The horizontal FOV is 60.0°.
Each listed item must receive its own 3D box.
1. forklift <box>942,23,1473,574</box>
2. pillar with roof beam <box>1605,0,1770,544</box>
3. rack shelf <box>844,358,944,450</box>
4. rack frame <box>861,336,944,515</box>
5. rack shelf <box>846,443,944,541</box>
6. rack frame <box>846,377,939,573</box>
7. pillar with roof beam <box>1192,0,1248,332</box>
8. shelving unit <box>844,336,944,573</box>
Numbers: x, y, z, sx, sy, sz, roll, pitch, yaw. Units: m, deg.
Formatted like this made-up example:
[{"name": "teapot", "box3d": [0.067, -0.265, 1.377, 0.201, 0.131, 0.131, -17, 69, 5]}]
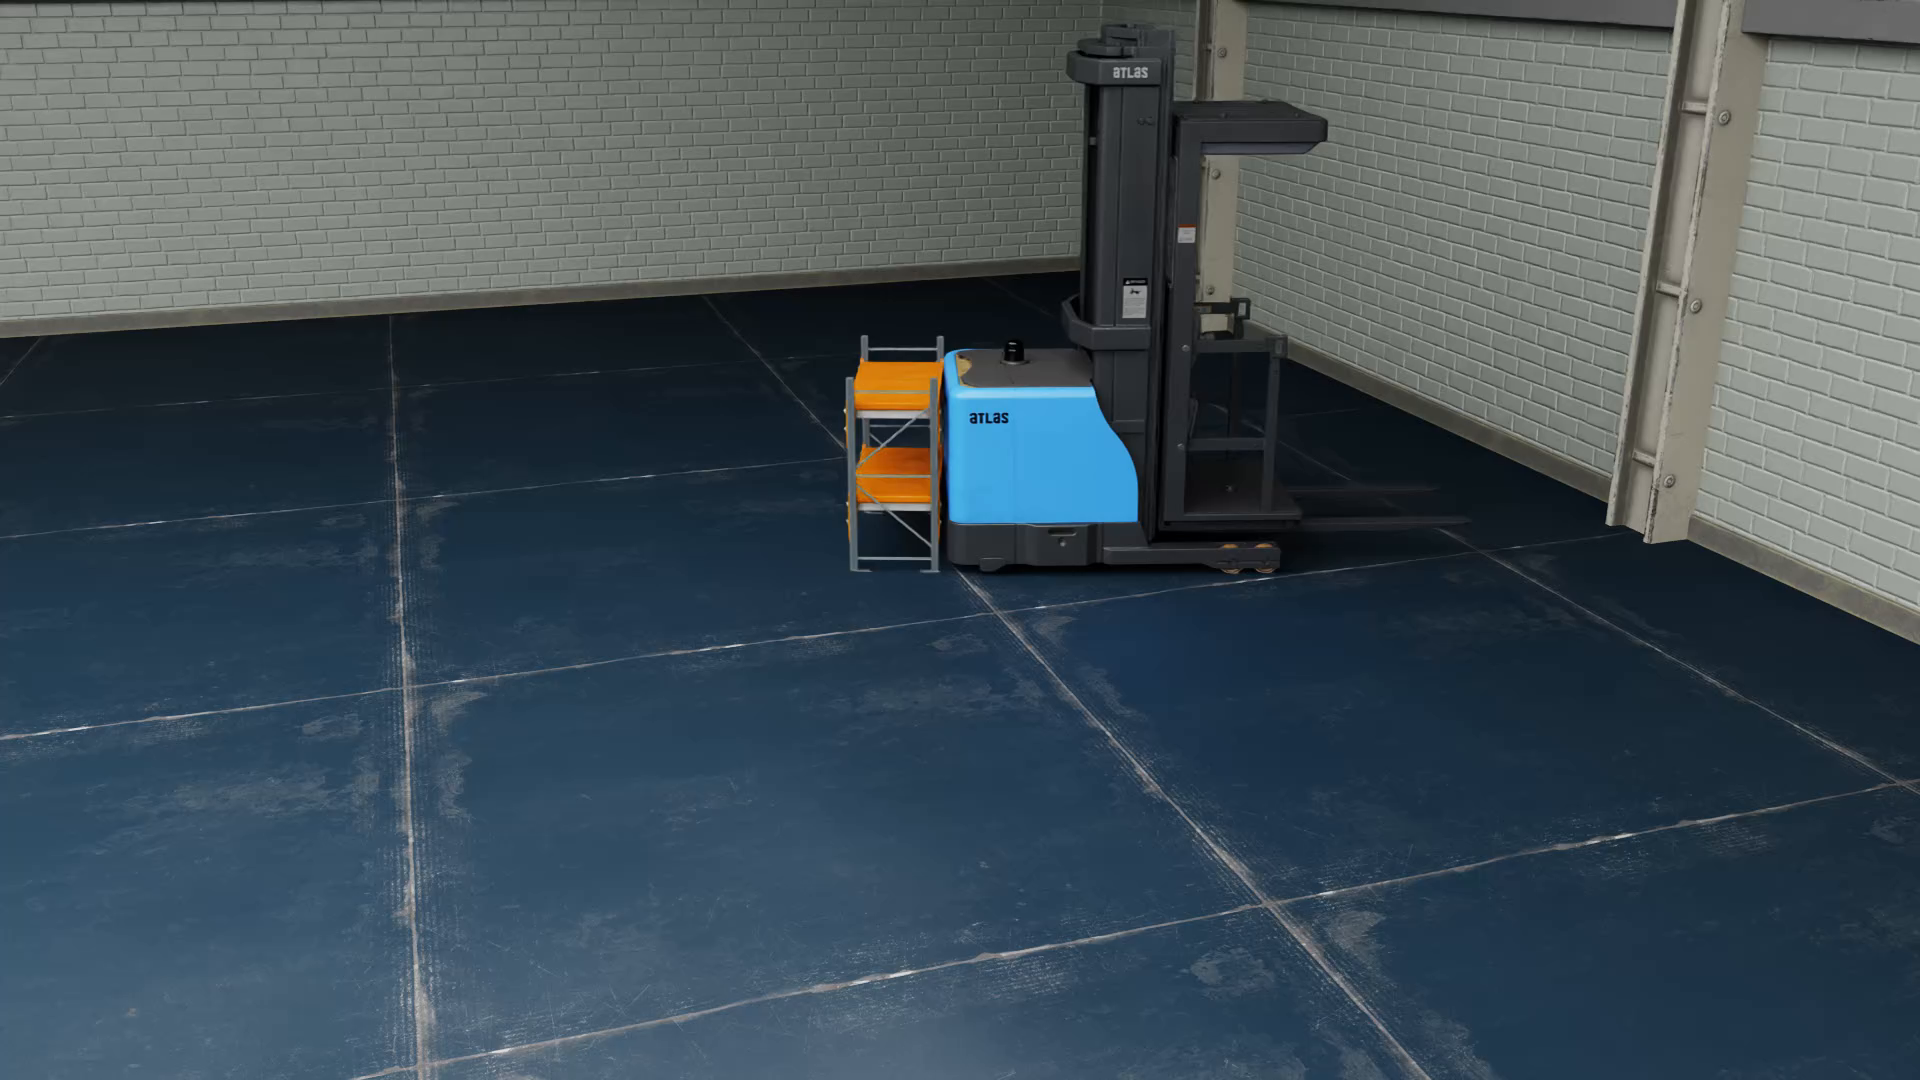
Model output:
[{"name": "forklift", "box3d": [1.423, -1.367, 9.386, 3.031, 2.935, 1.130, -1, 20, -2]}, {"name": "pillar with roof beam", "box3d": [0.079, -3.835, 7.280, 9.100, 9.000, 0.400, -6, 21, -17]}, {"name": "rack shelf", "box3d": [-0.358, -0.799, 9.610, 0.538, 0.278, 1.000, 0, 20, 1]}, {"name": "rack frame", "box3d": [-0.346, -0.695, 10.188, 0.500, 1.125, 0.032, 0, 20, 1]}, {"name": "rack shelf", "box3d": [-0.358, -0.293, 9.792, 0.538, 0.278, 1.000, 0, 20, 1]}, {"name": "rack frame", "box3d": [-0.370, -0.351, 9.231, 0.500, 1.125, 0.032, 0, 20, 1]}, {"name": "pillar with roof beam", "box3d": [-1.807, -5.760, 12.641, 9.100, 9.000, 0.400, -6, 21, -17]}, {"name": "shelving unit", "box3d": [-0.358, -0.523, 9.709, 0.538, 1.125, 1.048, 0, 20, 1]}]
